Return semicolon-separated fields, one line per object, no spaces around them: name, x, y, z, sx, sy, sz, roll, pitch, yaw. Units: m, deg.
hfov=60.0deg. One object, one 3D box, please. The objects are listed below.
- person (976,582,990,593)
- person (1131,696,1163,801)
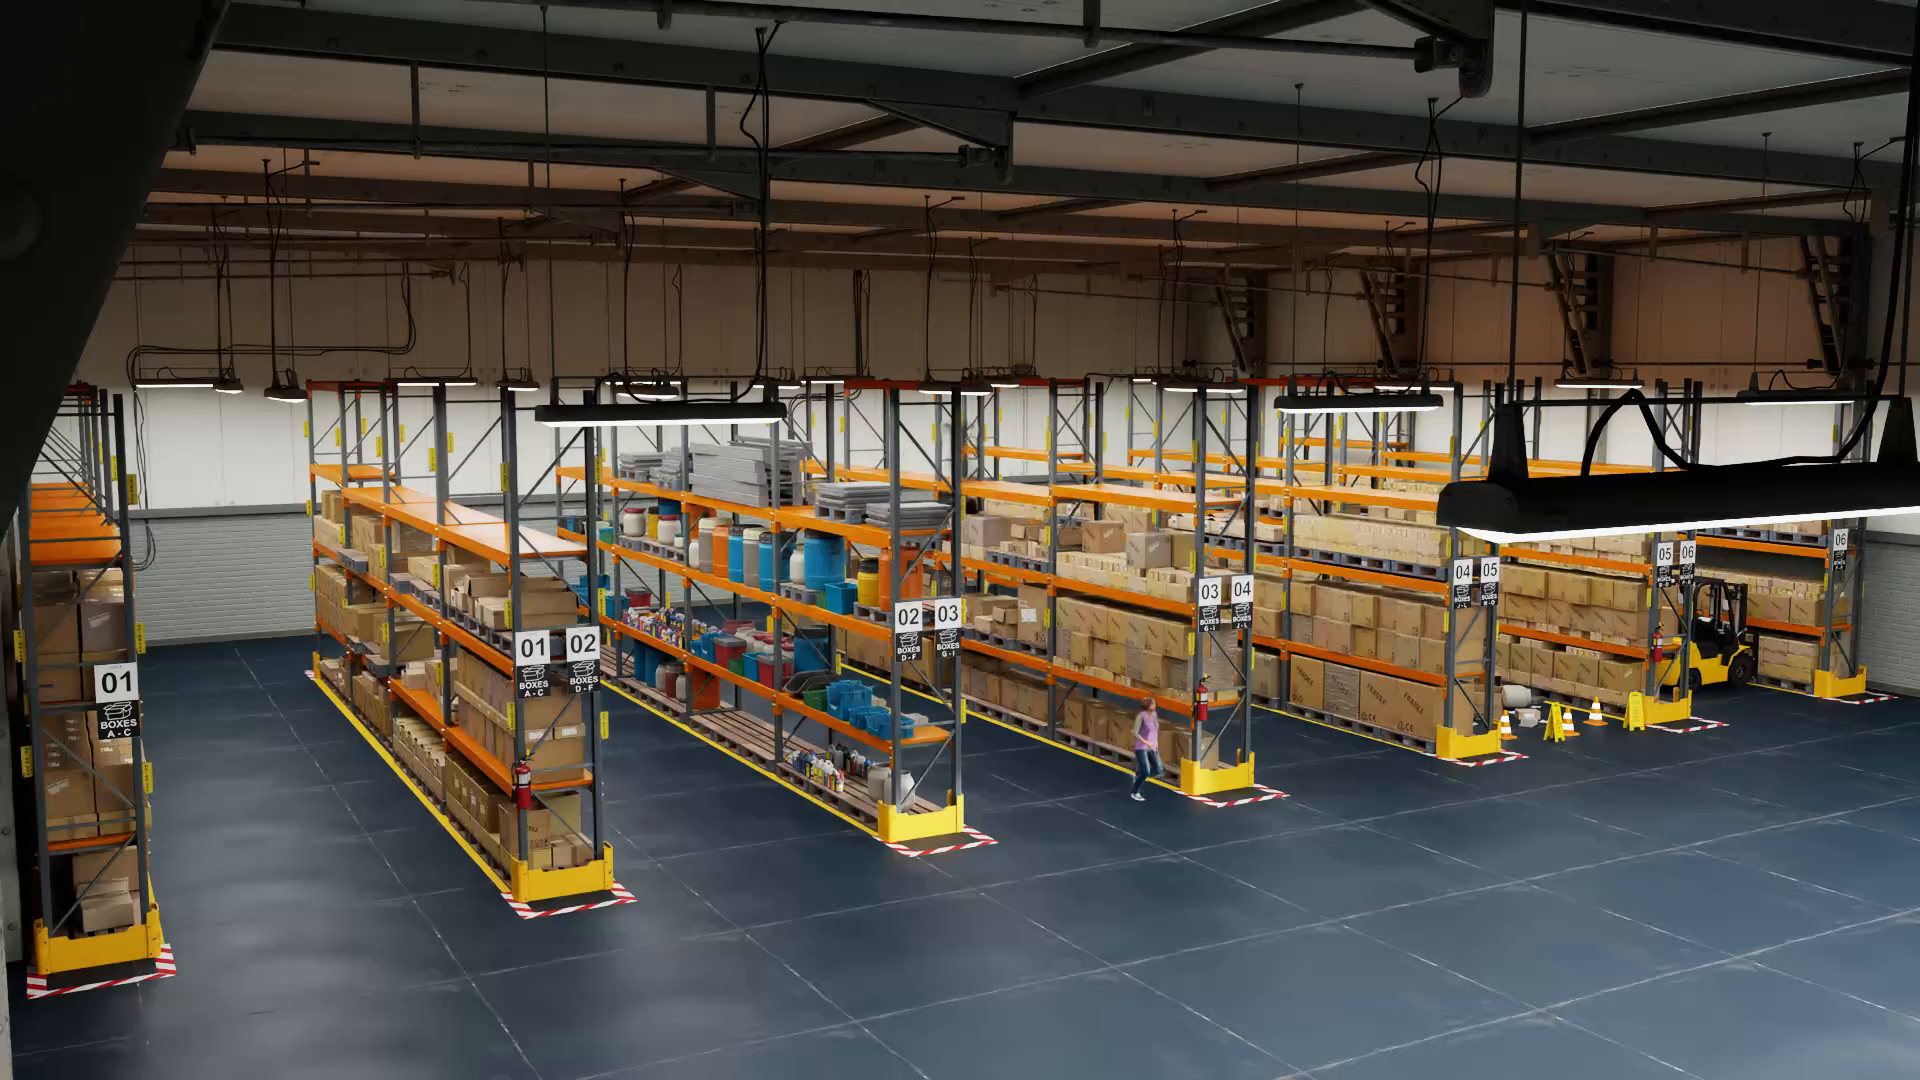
person;0.673;1.009;42.444;0.557;1.626;0.636;6;8;43
person;2.713;3.009;24.070;0.580;1.530;0.519;-5;8;-41
